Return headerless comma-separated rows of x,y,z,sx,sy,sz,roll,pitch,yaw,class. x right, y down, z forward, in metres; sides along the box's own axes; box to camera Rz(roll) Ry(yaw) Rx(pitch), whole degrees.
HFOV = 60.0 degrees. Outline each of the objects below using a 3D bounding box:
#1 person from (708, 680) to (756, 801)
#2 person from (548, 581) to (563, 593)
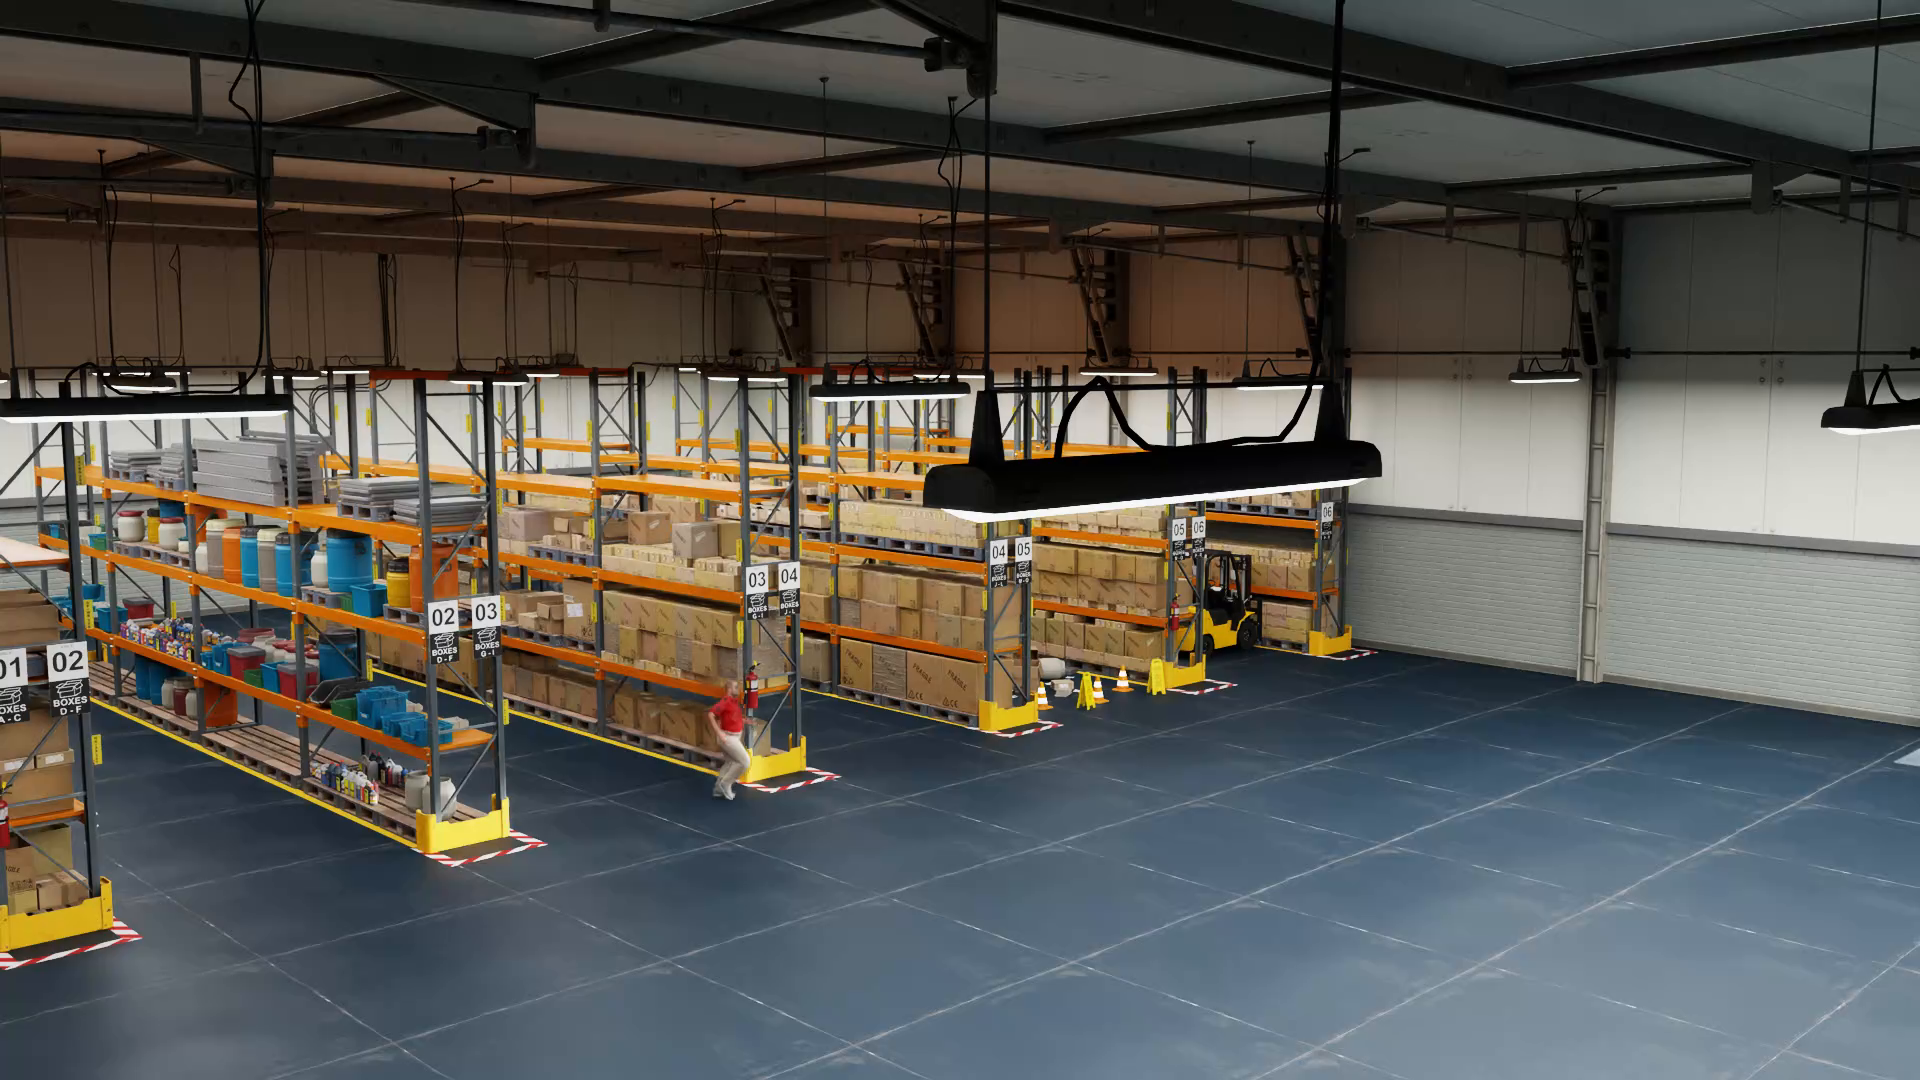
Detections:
-3.204,2.835,23.566,0.641,1.710,0.659,0,6,2,person
-10.317,0.738,42.536,0.614,1.628,0.523,2,7,19,person
